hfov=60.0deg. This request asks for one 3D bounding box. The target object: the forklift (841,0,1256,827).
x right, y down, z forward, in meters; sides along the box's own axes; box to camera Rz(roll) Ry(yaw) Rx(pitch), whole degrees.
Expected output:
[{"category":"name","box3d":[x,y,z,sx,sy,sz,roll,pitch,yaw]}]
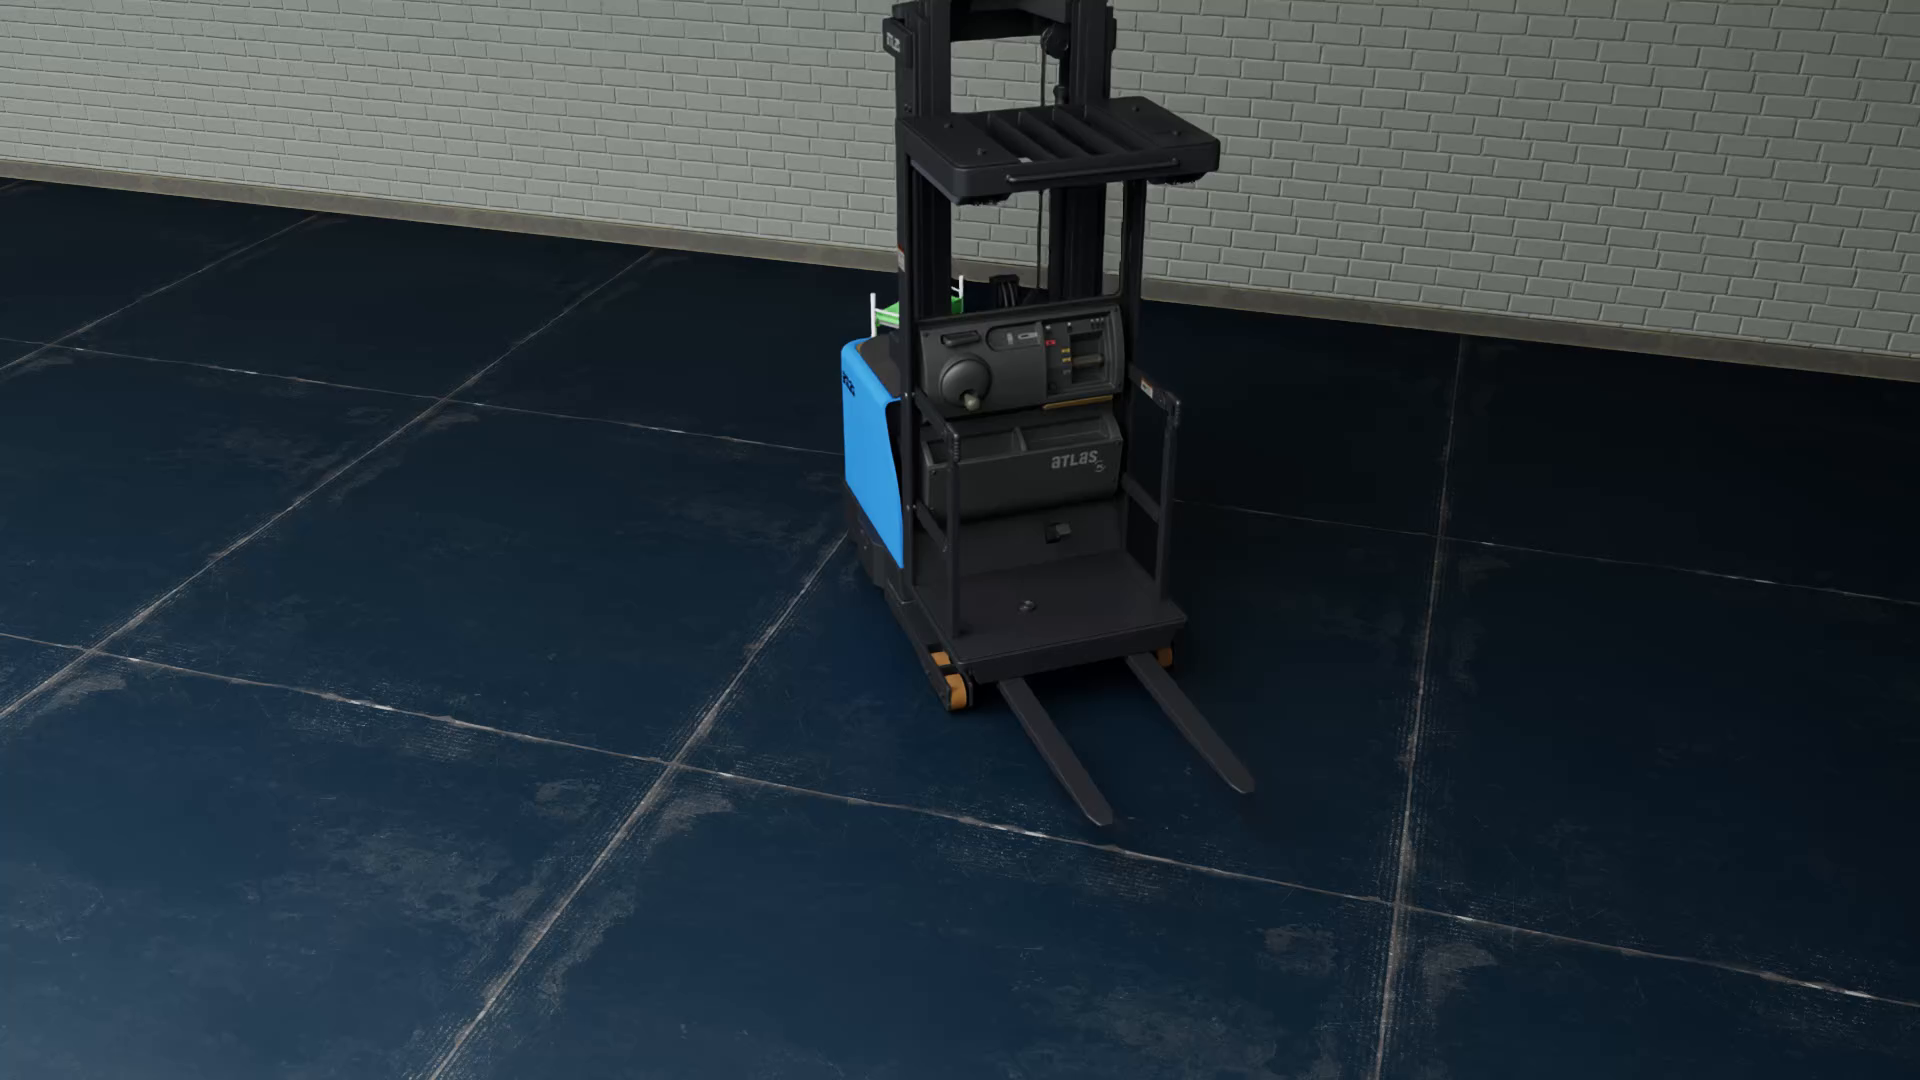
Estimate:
[{"category":"forklift","box3d":[0.351,-0.746,7.075,1.130,2.935,3.031,-10,30,-17]}]

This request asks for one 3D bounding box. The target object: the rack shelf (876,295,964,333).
[{"category":"rack shelf","box3d":[-0.220,-1.174,8.771,0.258,0.148,0.480,18,34,29]}]

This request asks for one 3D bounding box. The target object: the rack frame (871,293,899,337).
[{"category":"rack frame","box3d":[-0.357,-0.713,8.797,0.240,1.200,0.015,18,34,29]}]

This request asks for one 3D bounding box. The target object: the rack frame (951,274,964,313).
[{"category":"rack frame","box3d":[-0.083,-0.909,9.150,0.240,1.200,0.015,18,34,29]}]

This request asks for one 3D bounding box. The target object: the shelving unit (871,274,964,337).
[{"category":"shelving unit","box3d":[-0.220,-0.811,8.973,0.258,1.200,0.503,18,34,29]}]
